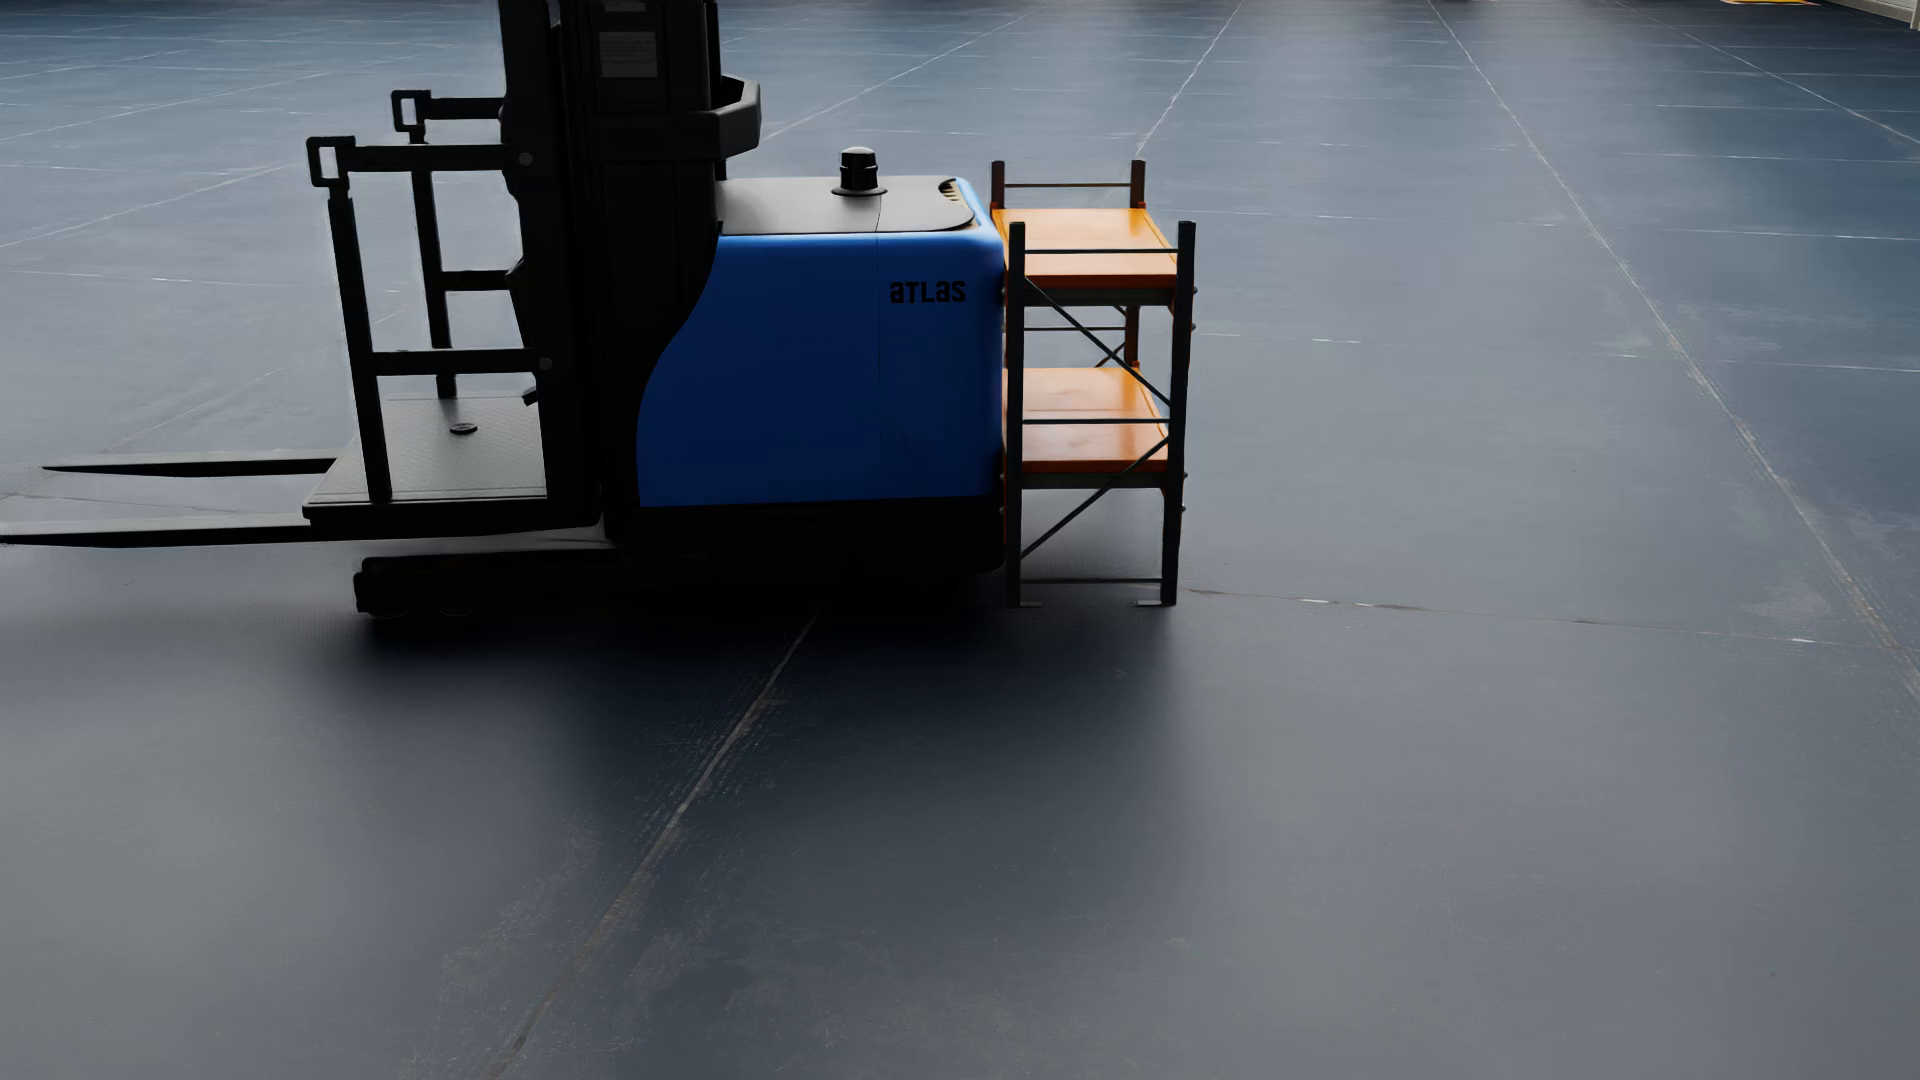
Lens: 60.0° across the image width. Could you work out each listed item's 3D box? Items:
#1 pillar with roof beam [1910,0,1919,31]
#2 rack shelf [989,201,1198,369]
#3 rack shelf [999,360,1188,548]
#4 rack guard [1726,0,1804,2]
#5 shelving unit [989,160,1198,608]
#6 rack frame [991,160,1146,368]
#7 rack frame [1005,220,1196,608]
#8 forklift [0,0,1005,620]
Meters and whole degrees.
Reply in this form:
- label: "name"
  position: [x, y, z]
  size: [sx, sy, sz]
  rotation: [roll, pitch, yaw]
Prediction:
- label: "pillar with roof beam"
  position: [8.856, -11.401, 21.617]
  size: [9.100, 9.000, 0.400]
  rotation: [4, 22, 11]
- label: "rack shelf"
  position: [0.367, -0.792, 5.032]
  size: [0.538, 0.278, 1.000]
  rotation: [-1, 22, -2]
- label: "rack shelf"
  position: [0.367, -0.294, 5.232]
  size: [0.538, 0.278, 1.000]
  rotation: [-1, 22, -2]
- label: "rack guard"
  position: [13.266, -9.130, 27.355]
  size: [1.175, 0.500, 0.348]
  rotation: [4, 22, 11]
- label: "shelving unit"
  position: [0.367, -0.521, 5.141]
  size: [0.538, 1.125, 1.048]
  rotation: [-1, 22, -2]
- label: "rack frame"
  position: [0.352, -0.711, 5.612]
  size: [0.500, 1.125, 0.032]
  rotation: [-1, 22, -2]
- label: "rack frame"
  position: [0.382, -0.331, 4.670]
  size: [0.500, 1.125, 0.032]
  rotation: [-1, 22, -2]
- label: "forklift"
  position: [-1.414, -1.337, 4.751]
  size: [3.031, 2.935, 1.130]
  rotation: [-2, 22, -5]
